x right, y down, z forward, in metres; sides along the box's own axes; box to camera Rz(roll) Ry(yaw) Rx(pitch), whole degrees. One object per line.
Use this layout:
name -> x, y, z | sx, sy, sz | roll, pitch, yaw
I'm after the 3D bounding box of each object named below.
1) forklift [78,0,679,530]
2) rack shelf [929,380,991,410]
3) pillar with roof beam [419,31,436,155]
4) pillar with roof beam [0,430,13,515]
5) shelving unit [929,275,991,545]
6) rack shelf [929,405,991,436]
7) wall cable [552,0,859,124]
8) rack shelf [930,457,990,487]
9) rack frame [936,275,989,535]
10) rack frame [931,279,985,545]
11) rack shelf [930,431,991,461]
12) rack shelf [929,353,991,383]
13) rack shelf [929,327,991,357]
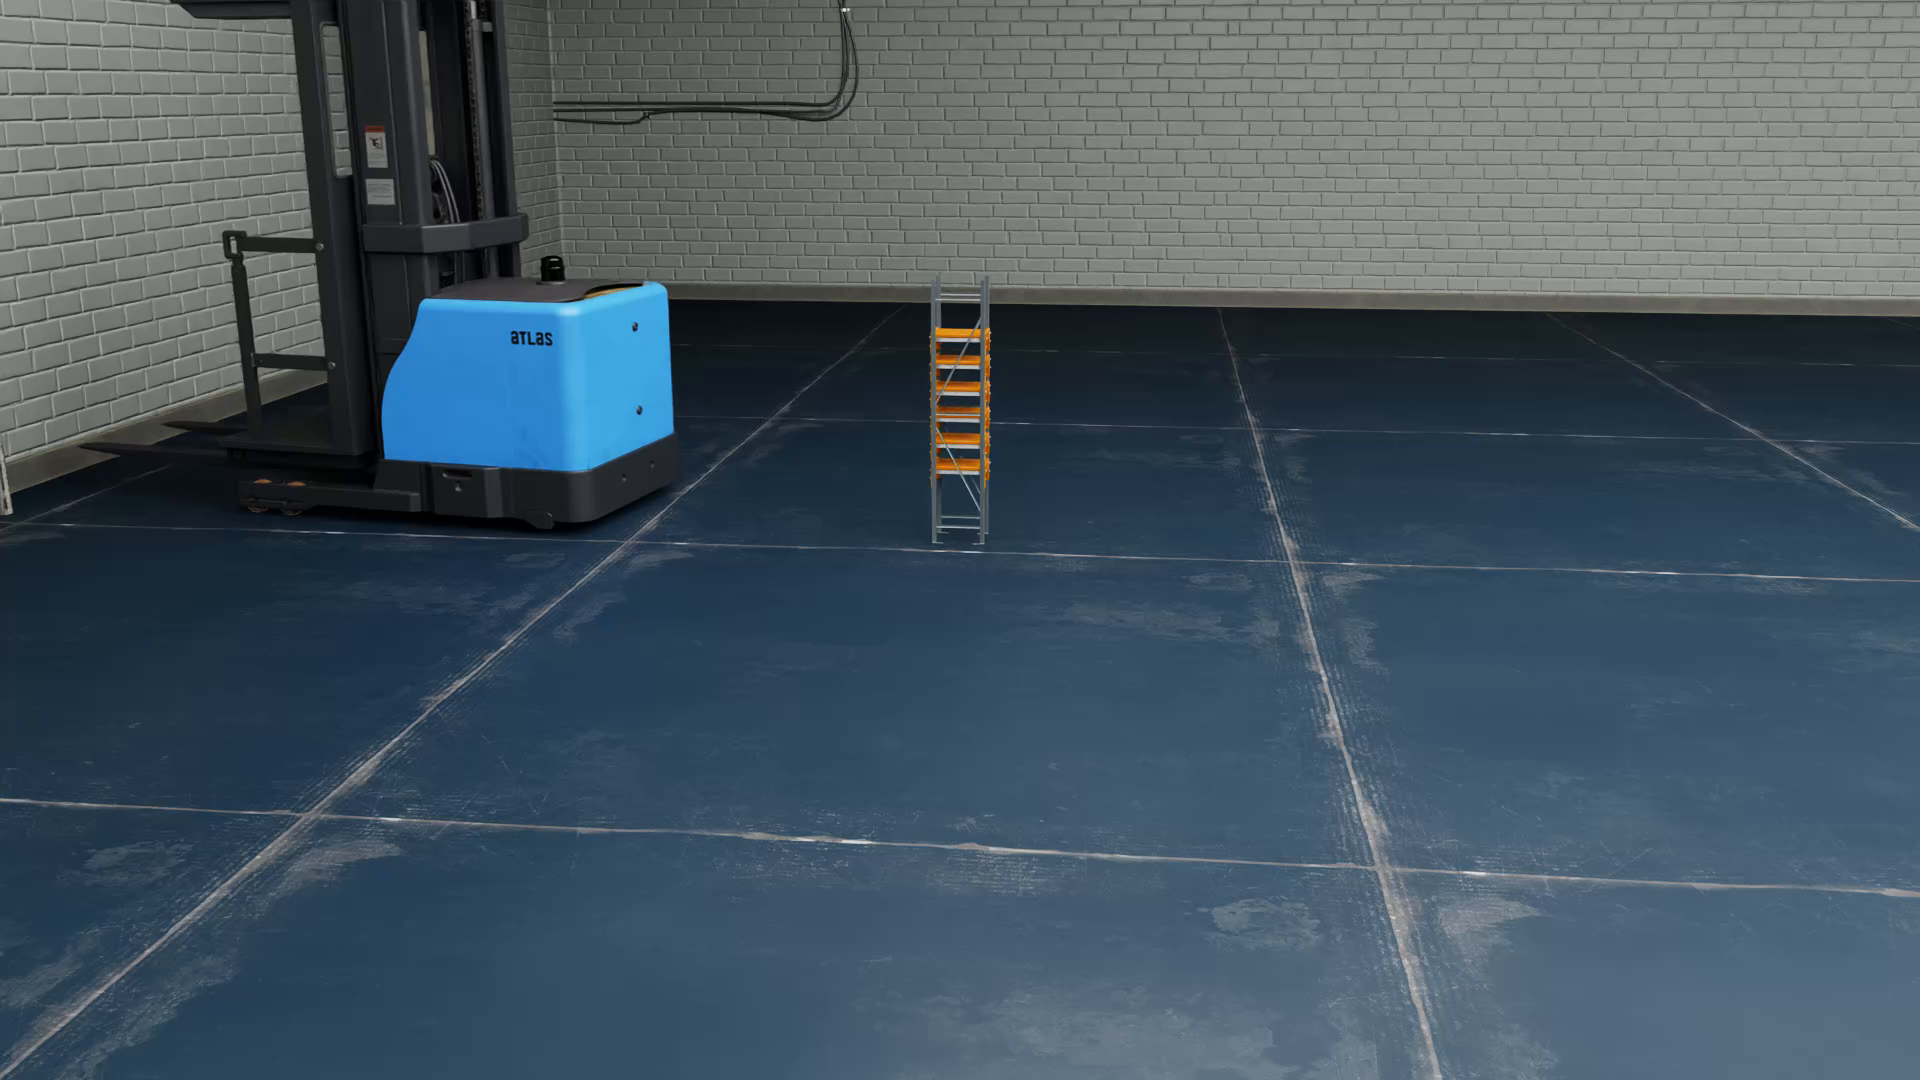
forklift -> -3.022, -1.659, 8.183 | 3.031, 2.935, 1.130 | 4, 16, 16
rack shelf -> 0.002, -0.656, 7.500 | 0.258, 0.103, 0.180 | 2, 15, 6
pillar with roof beam -> 0.134, -5.863, 12.104 | 9.100, 9.000, 0.400 | 2, 15, 6
pillar with roof beam -> -0.543, -4.307, 6.349 | 9.100, 9.000, 0.400 | 2, 15, 6
shelving unit -> 0.002, -0.583, 7.519 | 0.258, 1.200, 0.189 | 2, 15, 6
rack shelf -> 0.002, -0.540, 7.531 | 0.258, 0.103, 0.180 | 2, 15, 6
wall cable -> -2.497, -5.216, 15.660 | 3.097, 2.526, 0.112 | 2, 15, 6
rack shelf -> 0.002, -0.308, 7.594 | 0.258, 0.103, 0.180 | 2, 15, 6
rack frame -> 0.012, -0.607, 7.607 | 0.240, 1.200, 0.006 | 2, 15, 6
rack frame -> -0.009, -0.559, 7.432 | 0.240, 1.200, 0.006 | 2, 15, 6
rack shelf -> 0.002, -0.424, 7.562 | 0.258, 0.103, 0.180 | 2, 15, 6
rack shelf -> 0.002, -0.772, 7.468 | 0.258, 0.103, 0.180 | 2, 15, 6
rack shelf -> 0.002, -0.888, 7.437 | 0.258, 0.103, 0.180 | 2, 15, 6
